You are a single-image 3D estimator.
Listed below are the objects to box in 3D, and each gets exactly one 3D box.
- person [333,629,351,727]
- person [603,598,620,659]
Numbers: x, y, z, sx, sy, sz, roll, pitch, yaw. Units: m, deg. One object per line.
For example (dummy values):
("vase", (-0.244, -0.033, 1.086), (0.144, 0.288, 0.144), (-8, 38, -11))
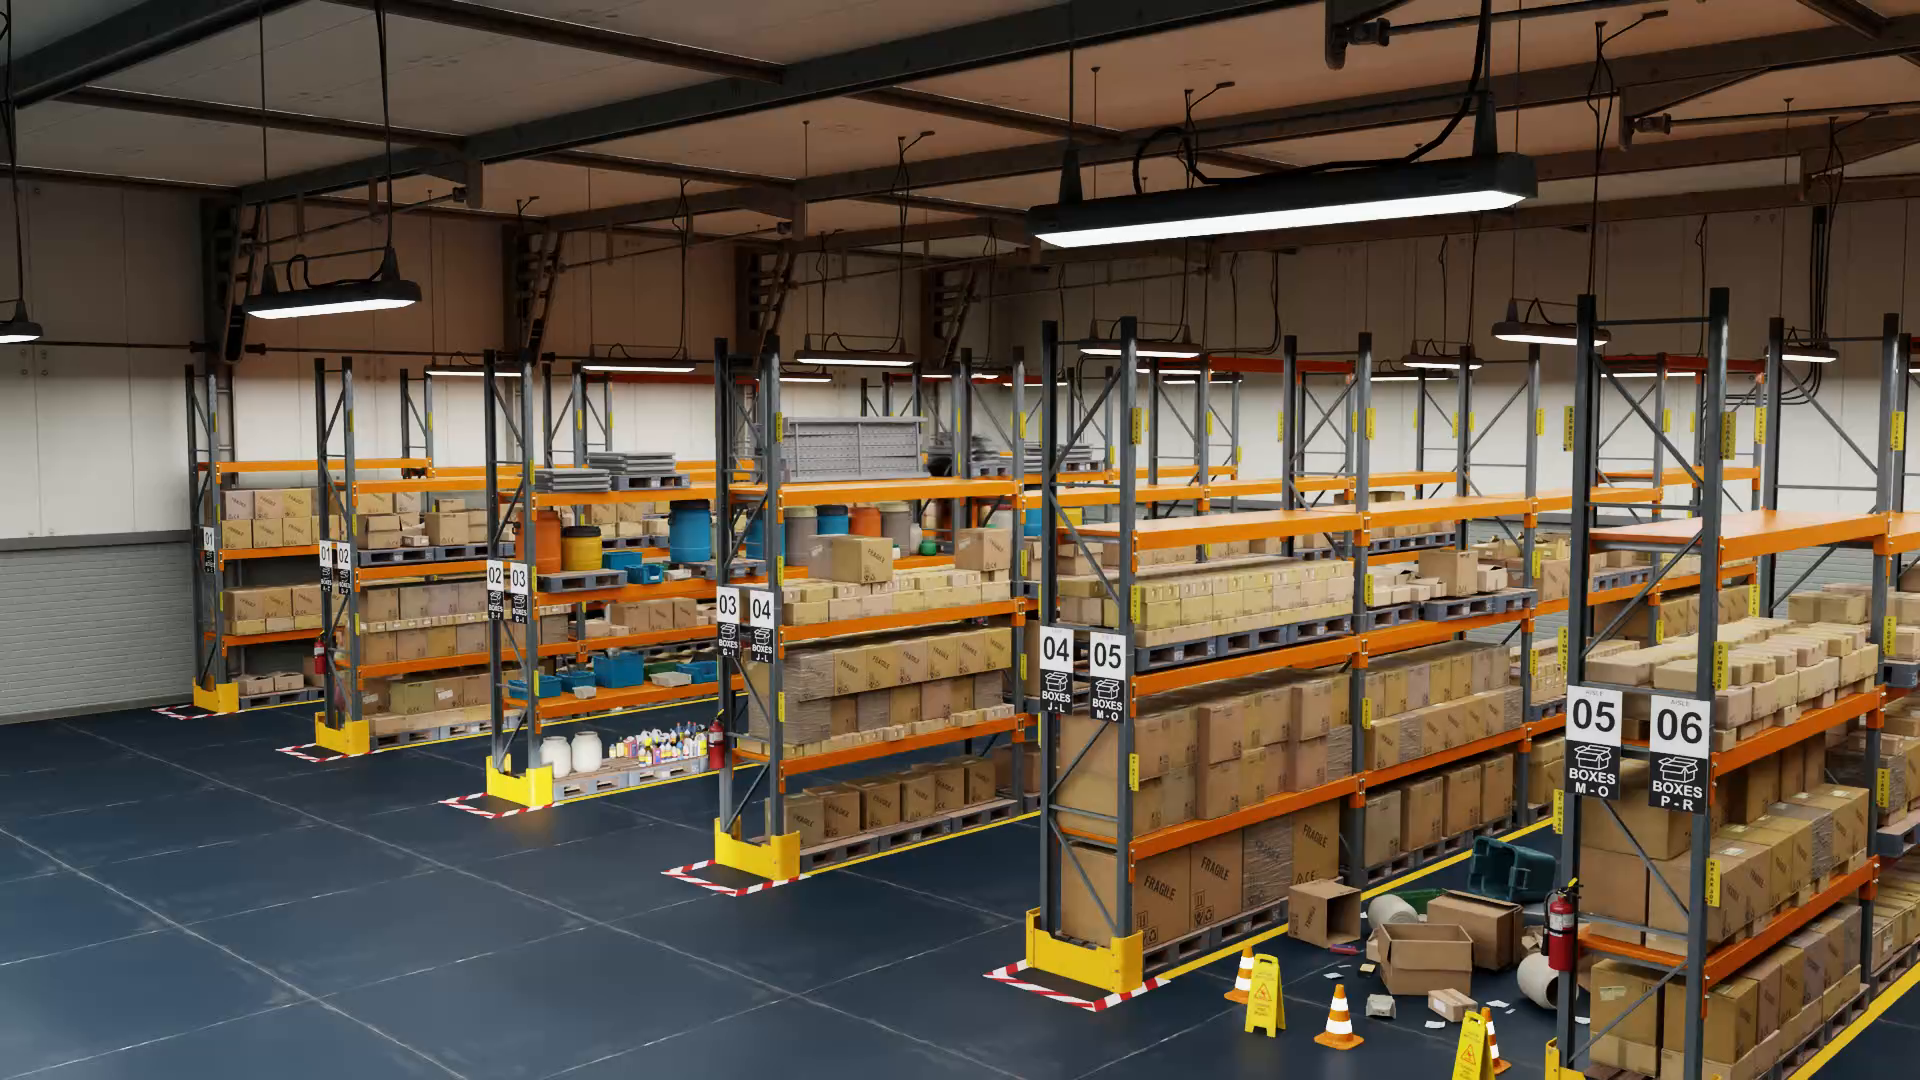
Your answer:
("person", (-10.074, 2.264, 27.140), (0.598, 1.630, 0.561), (3, 5, 32))
("person", (-6.623, 1.829, 32.111), (0.657, 1.771, 0.863), (2, 5, 28))
